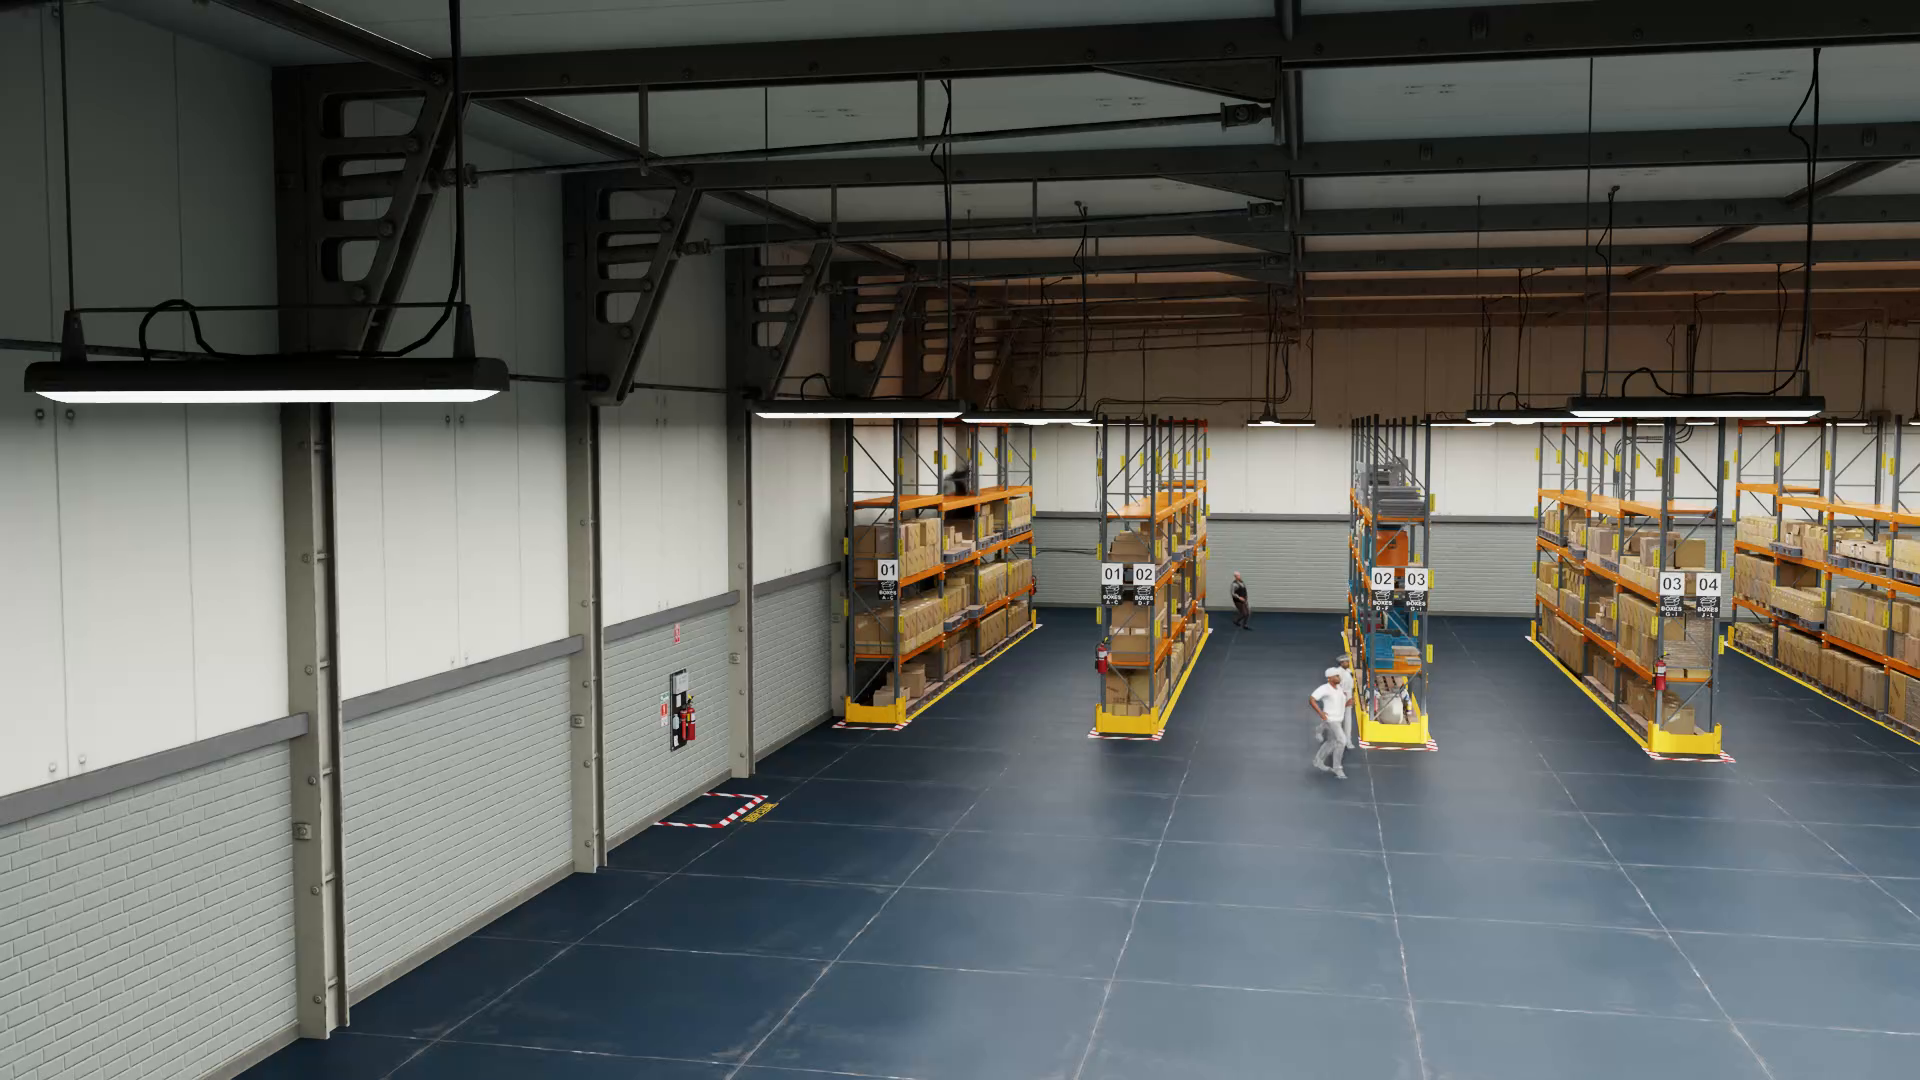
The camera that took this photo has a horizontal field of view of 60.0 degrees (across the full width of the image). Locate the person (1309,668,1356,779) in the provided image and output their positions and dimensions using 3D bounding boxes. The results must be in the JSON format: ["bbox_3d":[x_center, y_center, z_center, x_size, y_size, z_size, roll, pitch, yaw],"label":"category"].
[{"bbox_3d":[6.162,3.017,27.470,0.722,1.830,0.675,3,5,35],"label":"person"}]

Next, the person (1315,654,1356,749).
[{"bbox_3d":[6.901,2.876,30.022,0.632,1.661,0.933,-2,4,-28],"label":"person"}]

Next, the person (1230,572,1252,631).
[{"bbox_3d":[7.953,1.750,47.302,0.688,1.671,0.628,-4,5,-43],"label":"person"}]

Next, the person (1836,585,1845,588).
[{"bbox_3d":[22.368,2.019,42.297,0.696,1.763,0.941,0,4,4],"label":"person"}]
